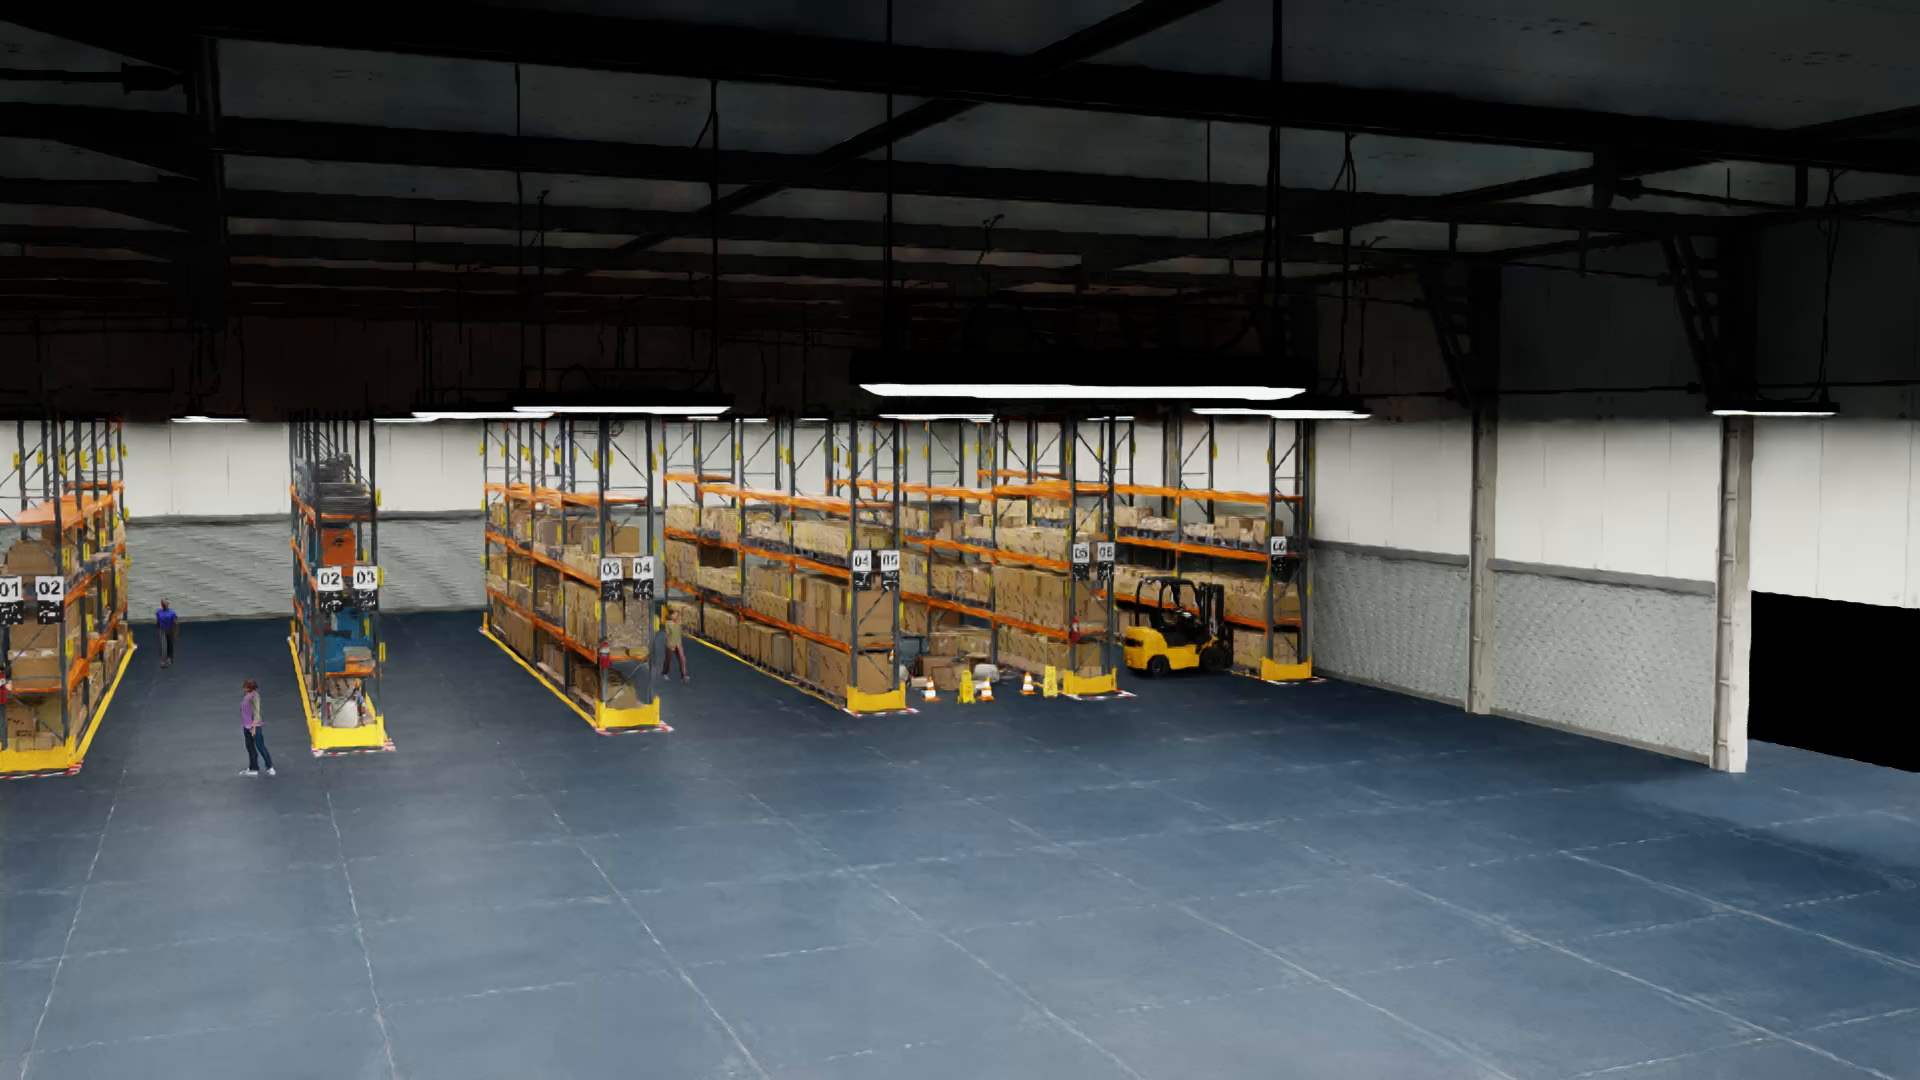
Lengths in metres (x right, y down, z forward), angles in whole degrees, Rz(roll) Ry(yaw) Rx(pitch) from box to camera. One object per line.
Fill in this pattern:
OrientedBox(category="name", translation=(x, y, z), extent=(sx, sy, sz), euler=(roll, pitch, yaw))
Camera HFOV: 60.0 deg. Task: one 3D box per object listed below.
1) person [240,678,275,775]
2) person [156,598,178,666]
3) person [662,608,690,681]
OrientedBox(category="person", translation=(-11.432, 3.039, 27.051), extent=(0.601, 1.592, 0.431), euler=(4, 5, 42))
OrientedBox(category="person", translation=(-18.758, 2.170, 39.340), extent=(0.461, 1.583, 0.999), euler=(-2, 4, -24))
OrientedBox(category="person", translation=(-6.363, 2.318, 36.953), extent=(0.446, 1.604, 1.016), euler=(-2, 5, -31))
